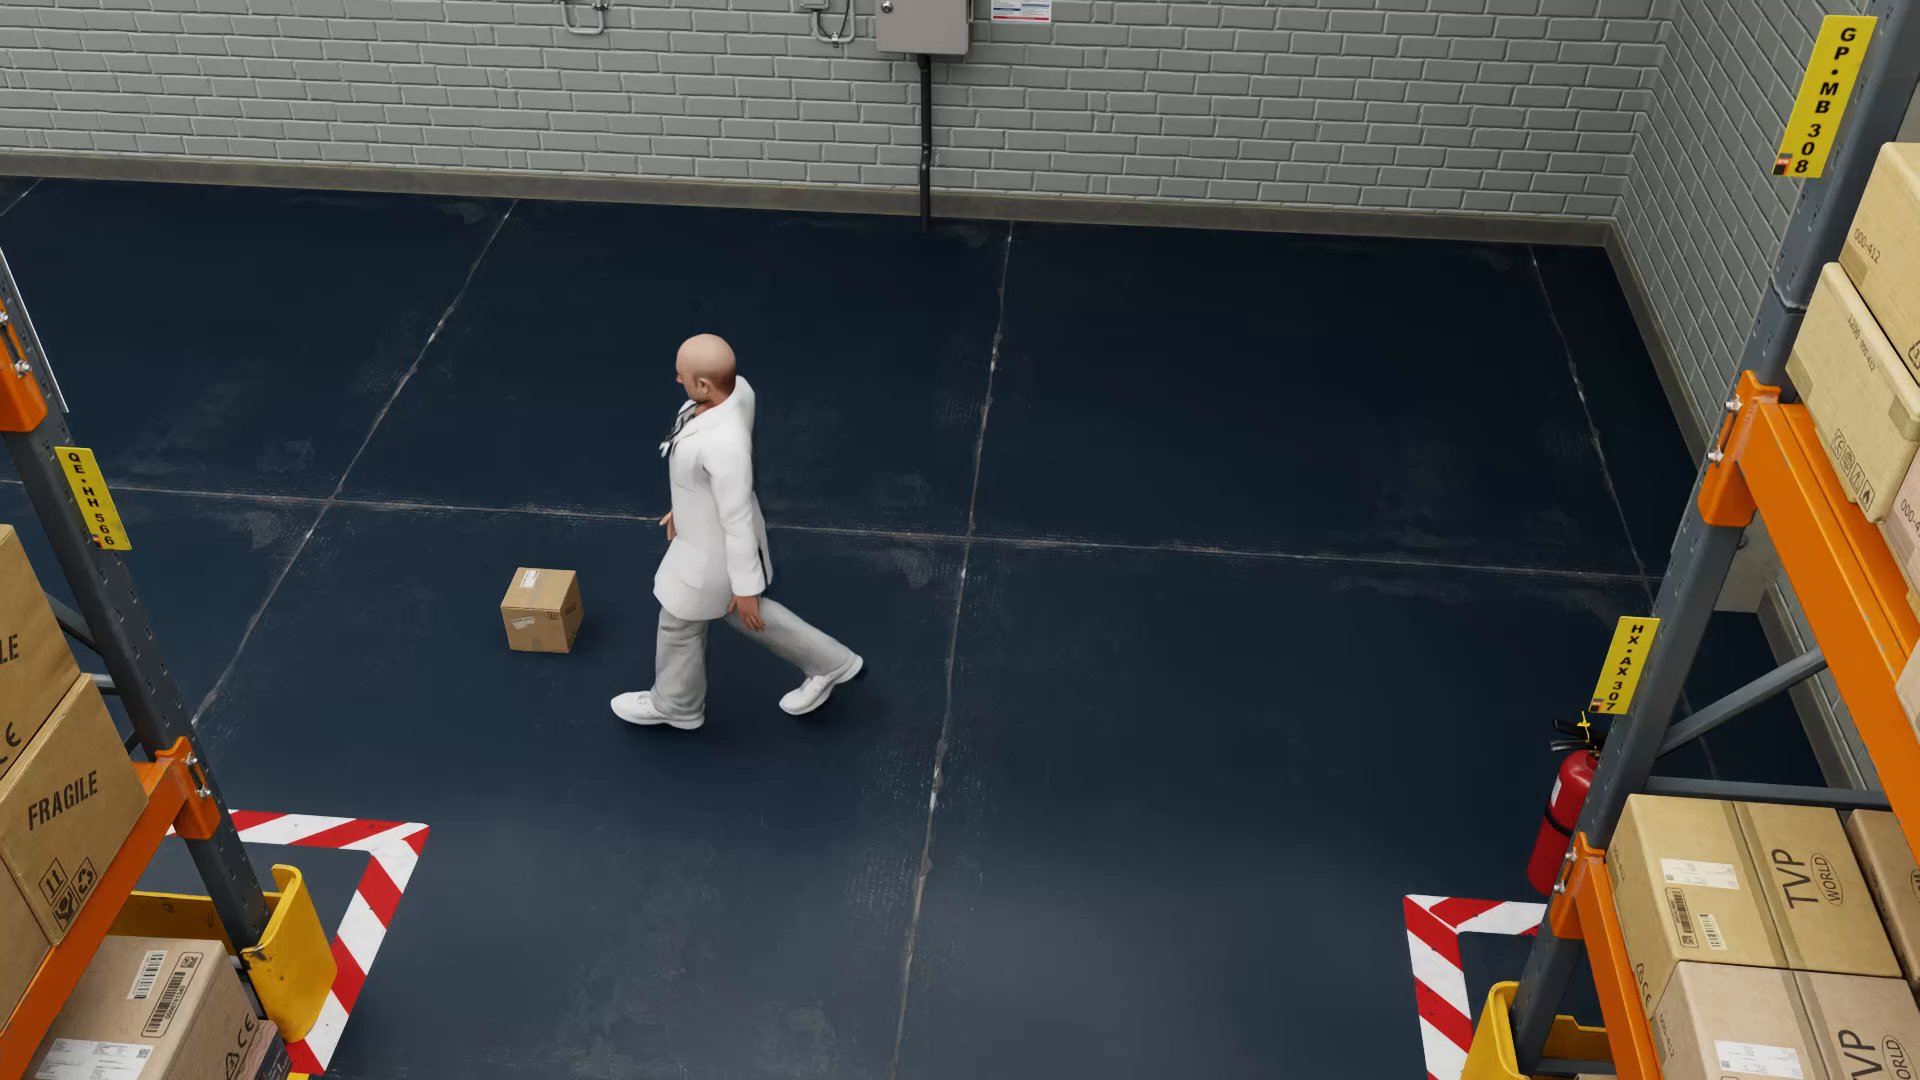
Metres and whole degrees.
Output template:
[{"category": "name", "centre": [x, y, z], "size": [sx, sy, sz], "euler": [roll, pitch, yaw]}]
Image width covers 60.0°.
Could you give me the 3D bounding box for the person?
[{"category": "person", "centre": [-0.887, 0.007, 6.173], "size": [0.982, 1.744, 0.629], "euler": [5, 40, 6]}]
